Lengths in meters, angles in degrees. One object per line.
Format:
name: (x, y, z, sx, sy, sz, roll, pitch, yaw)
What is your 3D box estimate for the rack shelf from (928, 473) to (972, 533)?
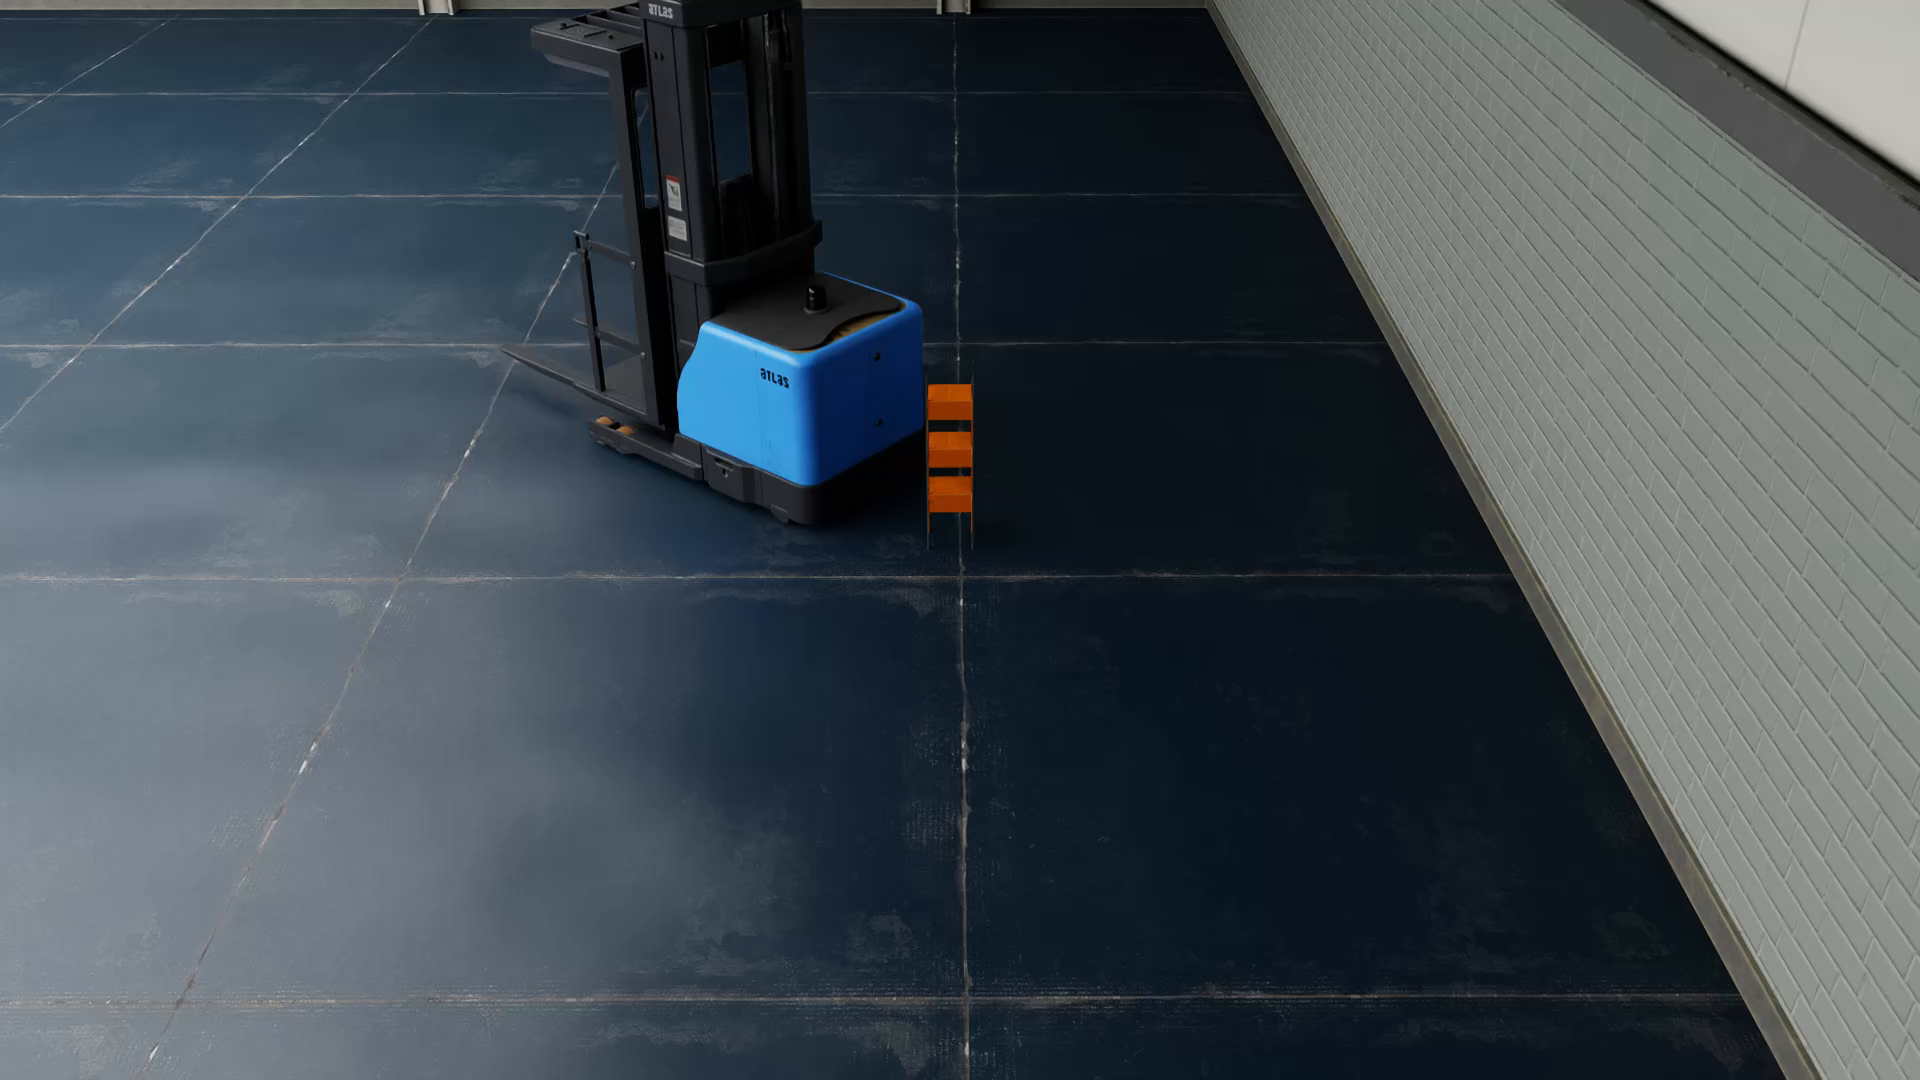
rack shelf: (-0.054, -0.202, 9.127, 0.240, 0.259, 0.215, 0, 31, 0)

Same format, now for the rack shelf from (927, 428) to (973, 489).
rack shelf: (-0.054, -0.440, 8.983, 0.240, 0.259, 0.215, 0, 31, 0)

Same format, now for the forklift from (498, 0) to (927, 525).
forklift: (-1.654, -1.963, 9.661, 3.031, 2.935, 1.130, 23, 38, 33)

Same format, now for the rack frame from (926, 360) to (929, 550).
rack frame: (-0.176, -0.448, 8.977, 0.008, 1.050, 0.200, 0, 31, 0)

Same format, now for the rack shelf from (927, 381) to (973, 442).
rack shelf: (-0.054, -0.682, 8.836, 0.240, 0.259, 0.215, 0, 31, 0)

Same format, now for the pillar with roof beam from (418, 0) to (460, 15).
pillar with roof beam: (-6.043, -7.787, 13.409, 0.400, 9.000, 9.100, 0, 31, 0)

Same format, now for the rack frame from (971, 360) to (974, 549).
rack frame: (0.068, -0.449, 8.978, 0.008, 1.050, 0.200, 0, 31, 0)

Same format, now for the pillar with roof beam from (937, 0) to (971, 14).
pillar with roof beam: (-0.044, -7.806, 13.440, 0.400, 9.000, 9.100, 0, 31, 0)

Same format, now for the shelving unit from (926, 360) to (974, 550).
shelving unit: (-0.054, -0.449, 8.977, 0.252, 1.050, 0.215, 0, 31, 0)
